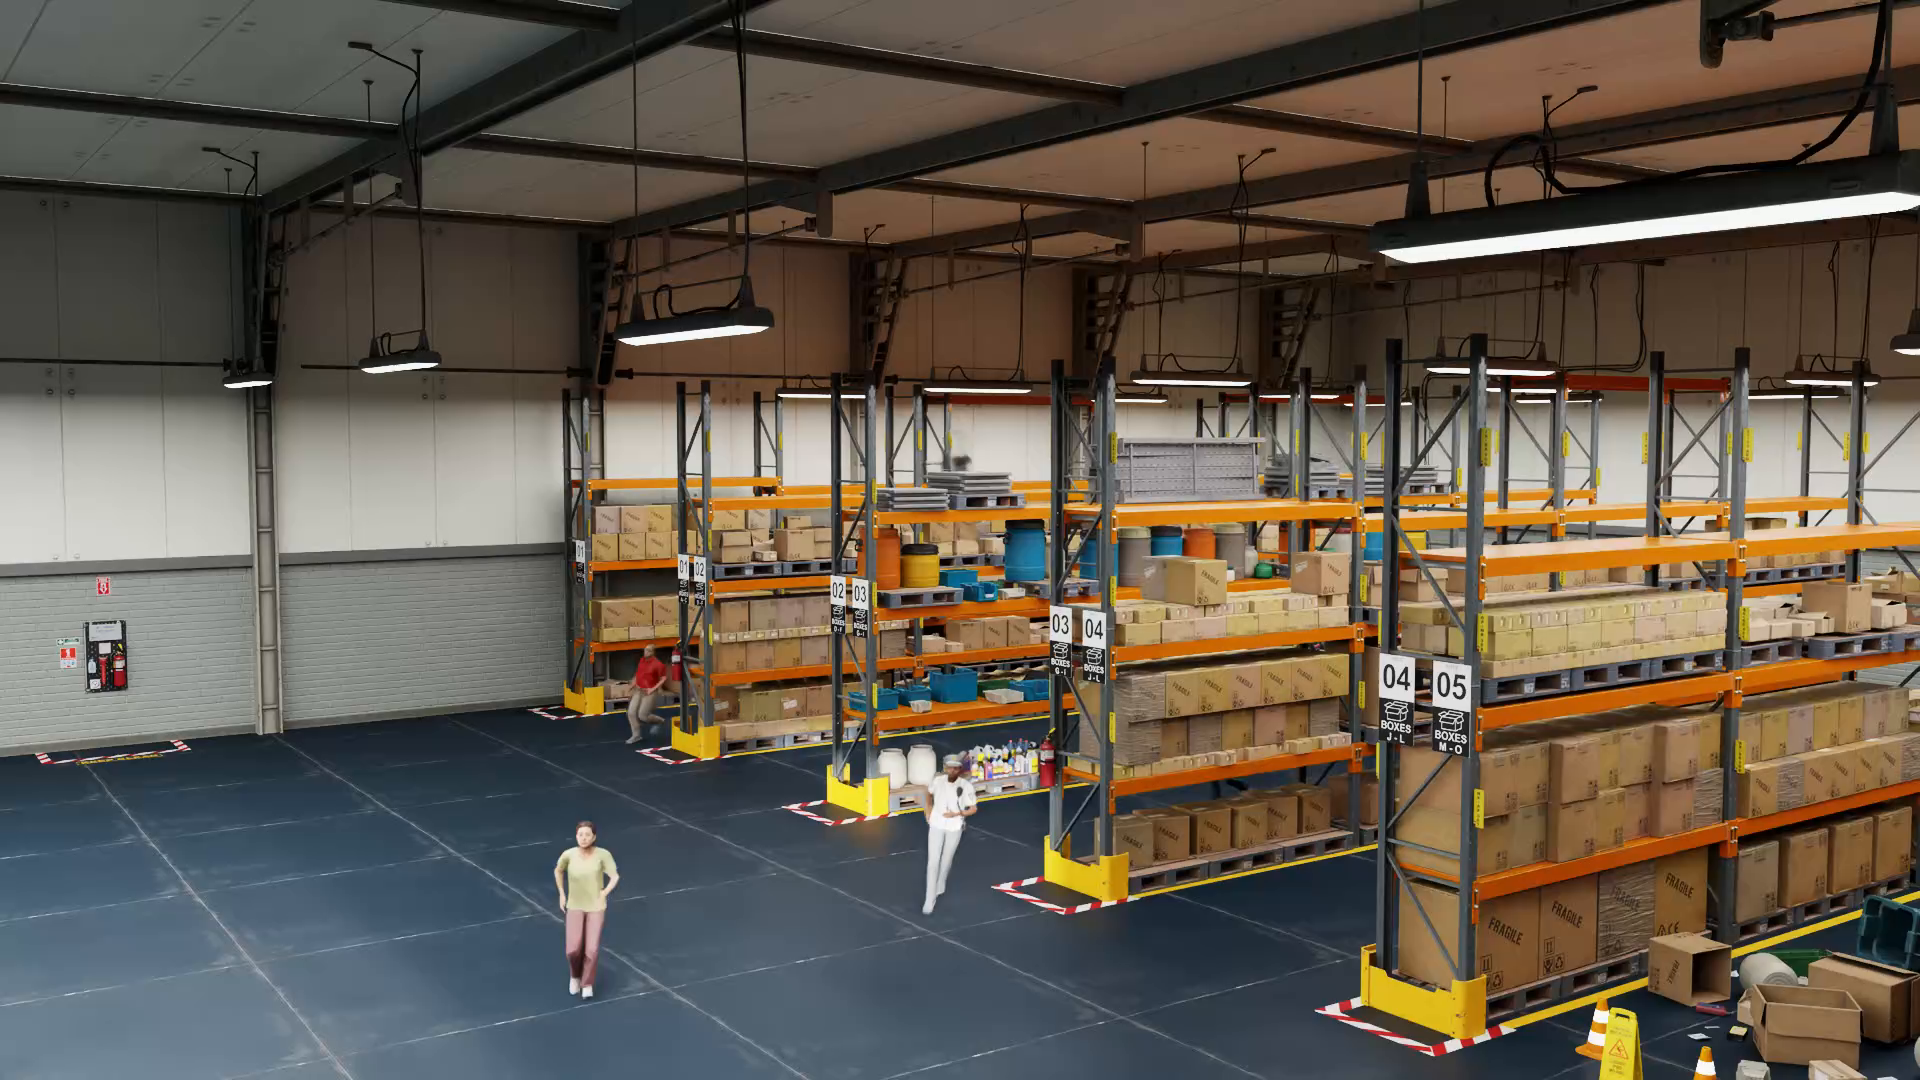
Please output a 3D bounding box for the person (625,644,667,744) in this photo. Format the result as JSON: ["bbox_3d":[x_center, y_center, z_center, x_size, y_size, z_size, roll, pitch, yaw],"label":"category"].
[{"bbox_3d":[-5.187,2.563,27.819,0.703,1.680,0.656,3,4,35],"label":"person"}]

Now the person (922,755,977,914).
[{"bbox_3d":[-0.102,3.174,18.221,0.592,1.720,0.840,0,4,6],"label":"person"}]

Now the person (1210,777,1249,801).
[{"bbox_3d":[3.622,2.920,22.665,0.805,1.568,0.548,-3,5,-43],"label":"person"}]

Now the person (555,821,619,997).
[{"bbox_3d":[-3.398,3.368,15.134,0.585,1.637,0.549,-1,4,-10],"label":"person"}]
